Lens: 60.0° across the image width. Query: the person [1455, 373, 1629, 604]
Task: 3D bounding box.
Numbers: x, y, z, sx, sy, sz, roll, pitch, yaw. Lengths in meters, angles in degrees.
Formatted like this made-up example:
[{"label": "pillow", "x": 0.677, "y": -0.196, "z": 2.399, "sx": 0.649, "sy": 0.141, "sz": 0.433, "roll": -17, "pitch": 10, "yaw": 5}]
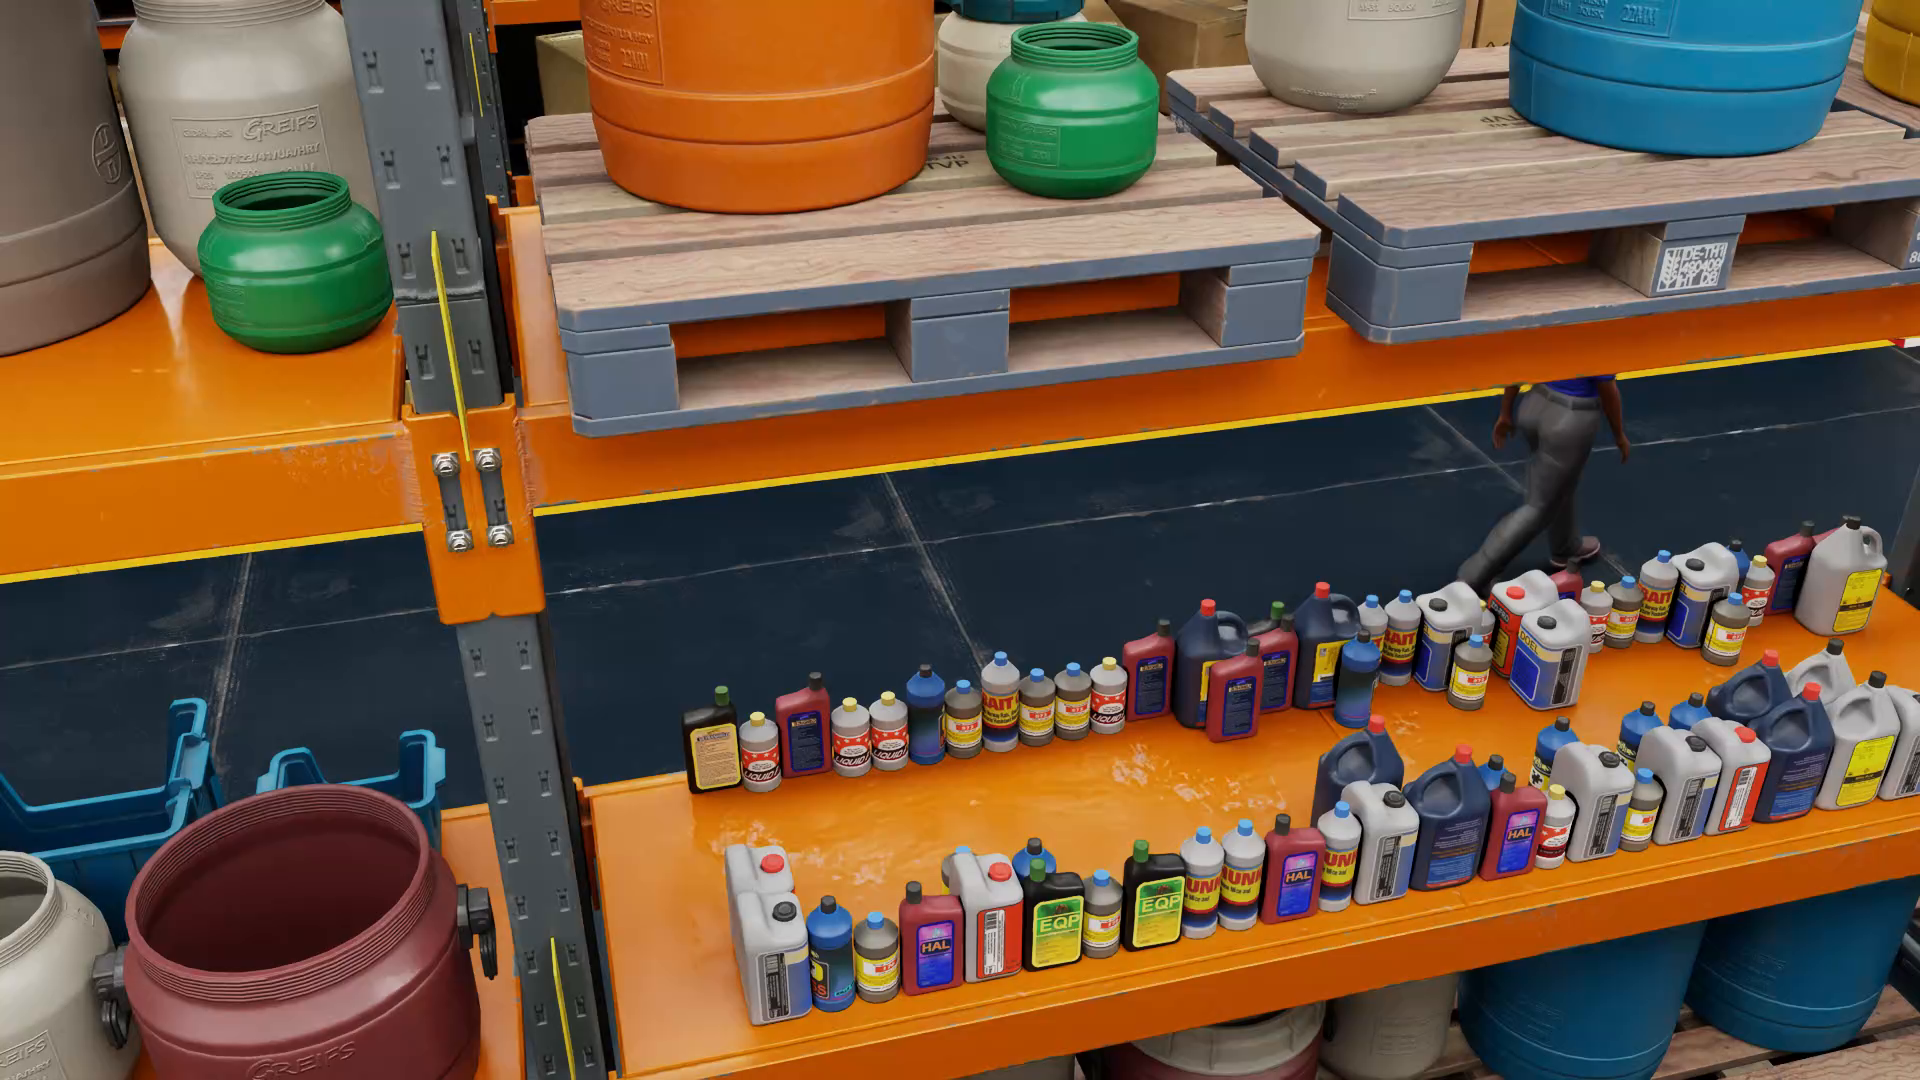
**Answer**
[{"label": "person", "x": 2.526, "y": -0.496, "z": 6.974, "sx": 0.978, "sy": 1.604, "sz": 0.465, "roll": -14, "pitch": 33, "yaw": -22}]
